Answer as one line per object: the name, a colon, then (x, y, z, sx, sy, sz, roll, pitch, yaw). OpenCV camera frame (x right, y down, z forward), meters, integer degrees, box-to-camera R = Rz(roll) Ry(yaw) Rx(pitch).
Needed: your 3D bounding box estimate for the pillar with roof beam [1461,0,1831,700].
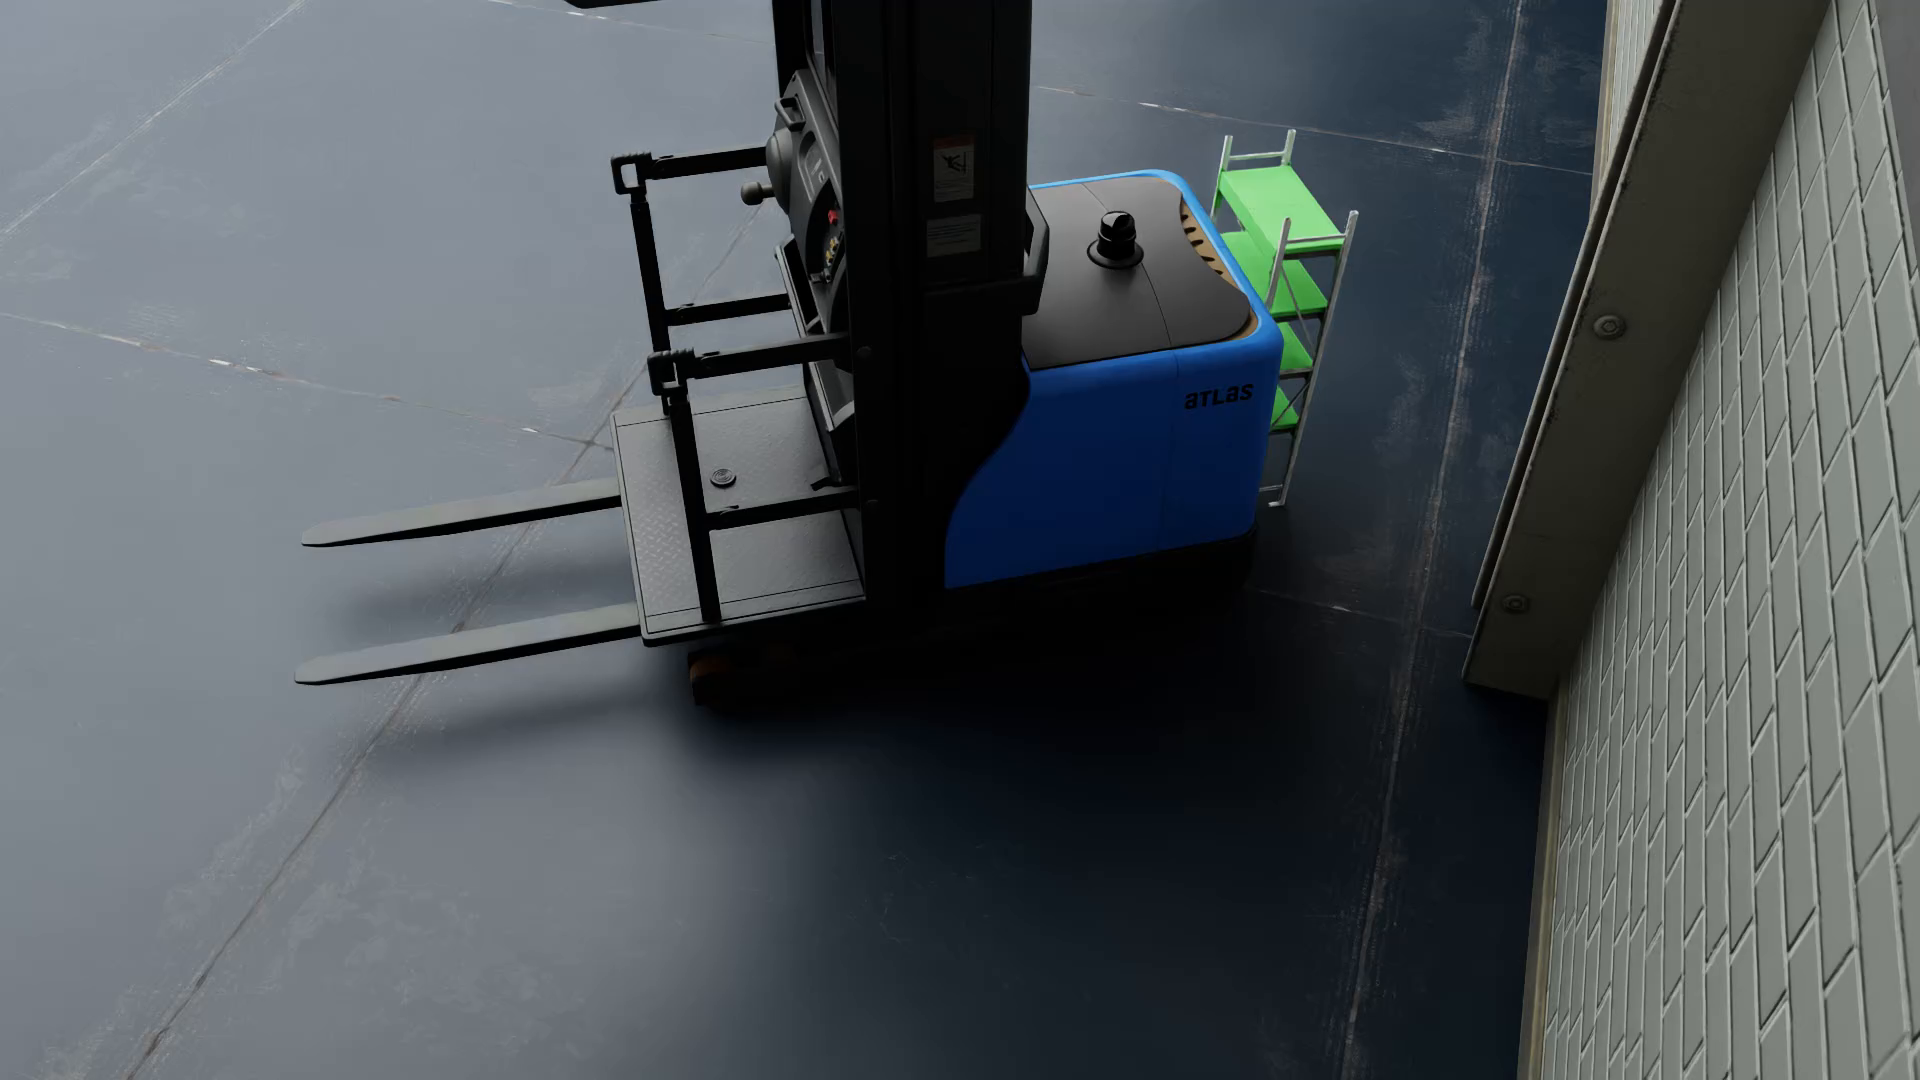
pillar with roof beam: (-2.300, -3.781, 3.180, 9.100, 9.000, 0.400, 13, 46, 13)

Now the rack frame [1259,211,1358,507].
rack frame: (1.060, -0.547, 5.441, 0.240, 1.200, 0.015, -8, 45, -13)

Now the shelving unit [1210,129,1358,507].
shelving unit: (0.999, -0.713, 5.610, 0.258, 1.200, 0.503, -8, 45, -13)

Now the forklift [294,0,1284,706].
forklift: (-0.610, -0.942, 4.617, 3.031, 2.935, 1.130, -10, 45, -10)

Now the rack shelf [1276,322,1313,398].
rack shelf: (0.996, -0.666, 5.654, 0.258, 0.148, 0.480, -8, 45, -13)

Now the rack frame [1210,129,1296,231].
rack frame: (0.938, -0.878, 5.779, 0.240, 1.200, 0.015, -8, 45, -13)

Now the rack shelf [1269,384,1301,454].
rack shelf: (0.983, -0.493, 5.819, 0.258, 0.148, 0.480, -8, 45, -13)

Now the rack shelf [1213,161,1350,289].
rack shelf: (1.022, -1.013, 5.324, 0.258, 0.148, 0.480, -8, 45, -13)

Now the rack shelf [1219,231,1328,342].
rack shelf: (1.009, -0.840, 5.489, 0.258, 0.148, 0.480, -8, 45, -13)
